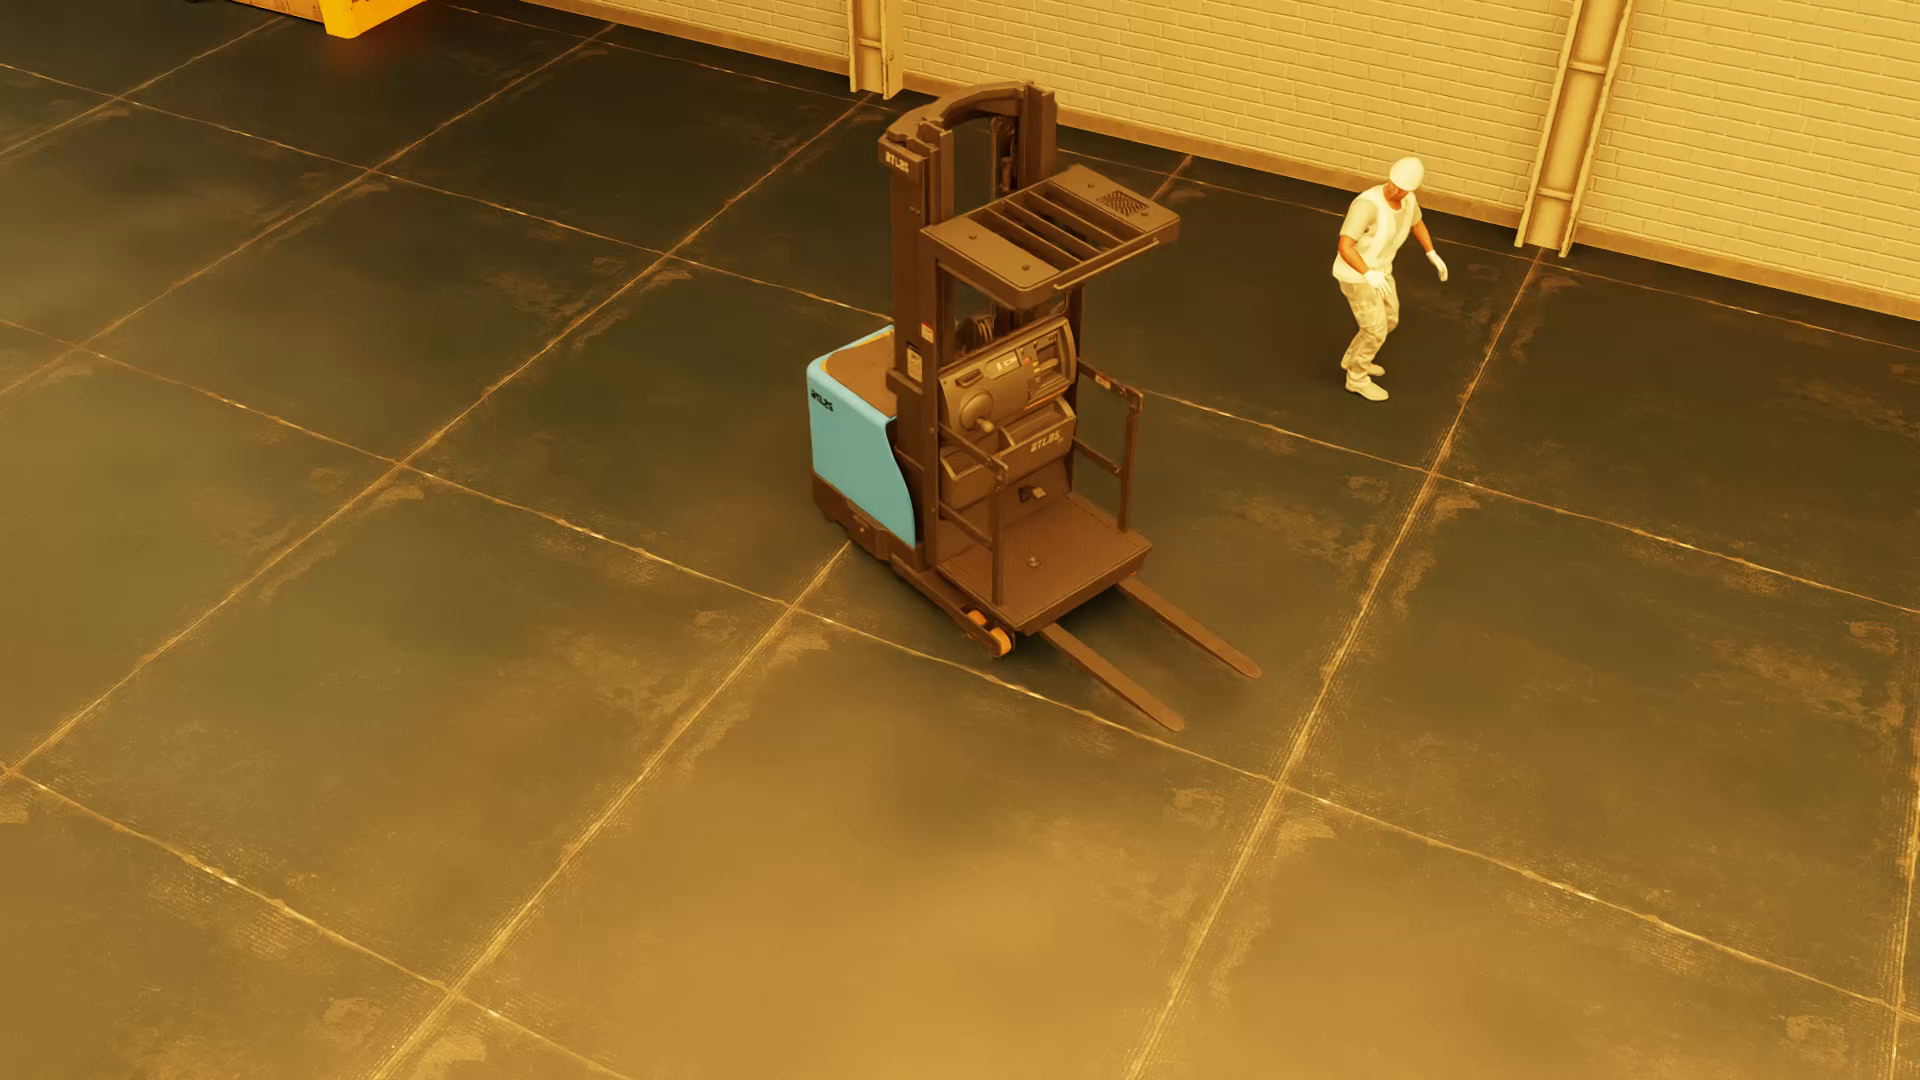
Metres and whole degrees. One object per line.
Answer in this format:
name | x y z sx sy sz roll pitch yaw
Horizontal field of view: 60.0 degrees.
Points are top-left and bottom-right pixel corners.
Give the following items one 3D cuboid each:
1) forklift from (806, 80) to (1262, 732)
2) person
forklift | 0.410 -0.825 8.966 1.130 2.935 3.031 -29 48 -30
person | 2.813 -1.743 11.025 0.592 1.723 0.808 31 49 31
